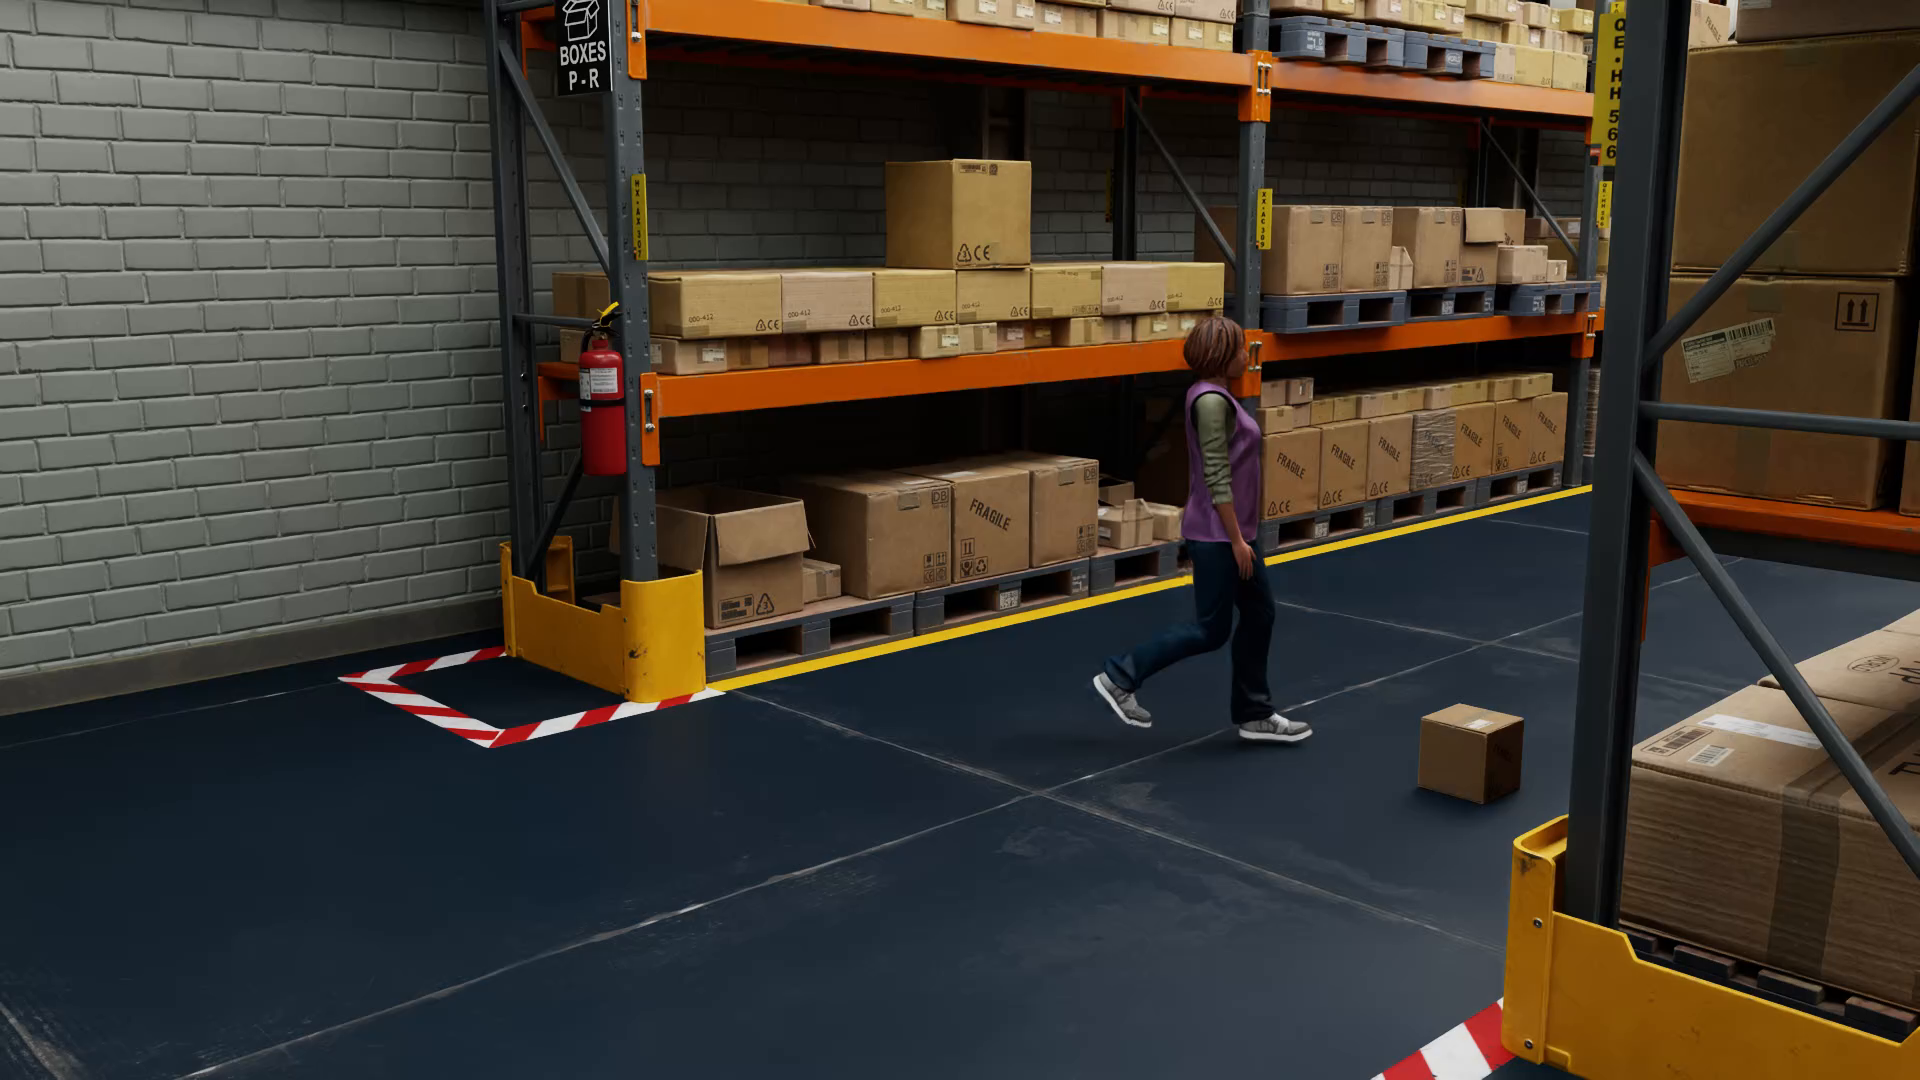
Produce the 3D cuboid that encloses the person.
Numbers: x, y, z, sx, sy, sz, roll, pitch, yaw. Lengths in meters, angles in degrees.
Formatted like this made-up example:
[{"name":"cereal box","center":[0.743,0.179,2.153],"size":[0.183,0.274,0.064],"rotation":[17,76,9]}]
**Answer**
[{"name":"person","center":[0.900,-0.024,6.041],"size":[0.803,1.568,0.411],"rotation":[2,11,12]}]
